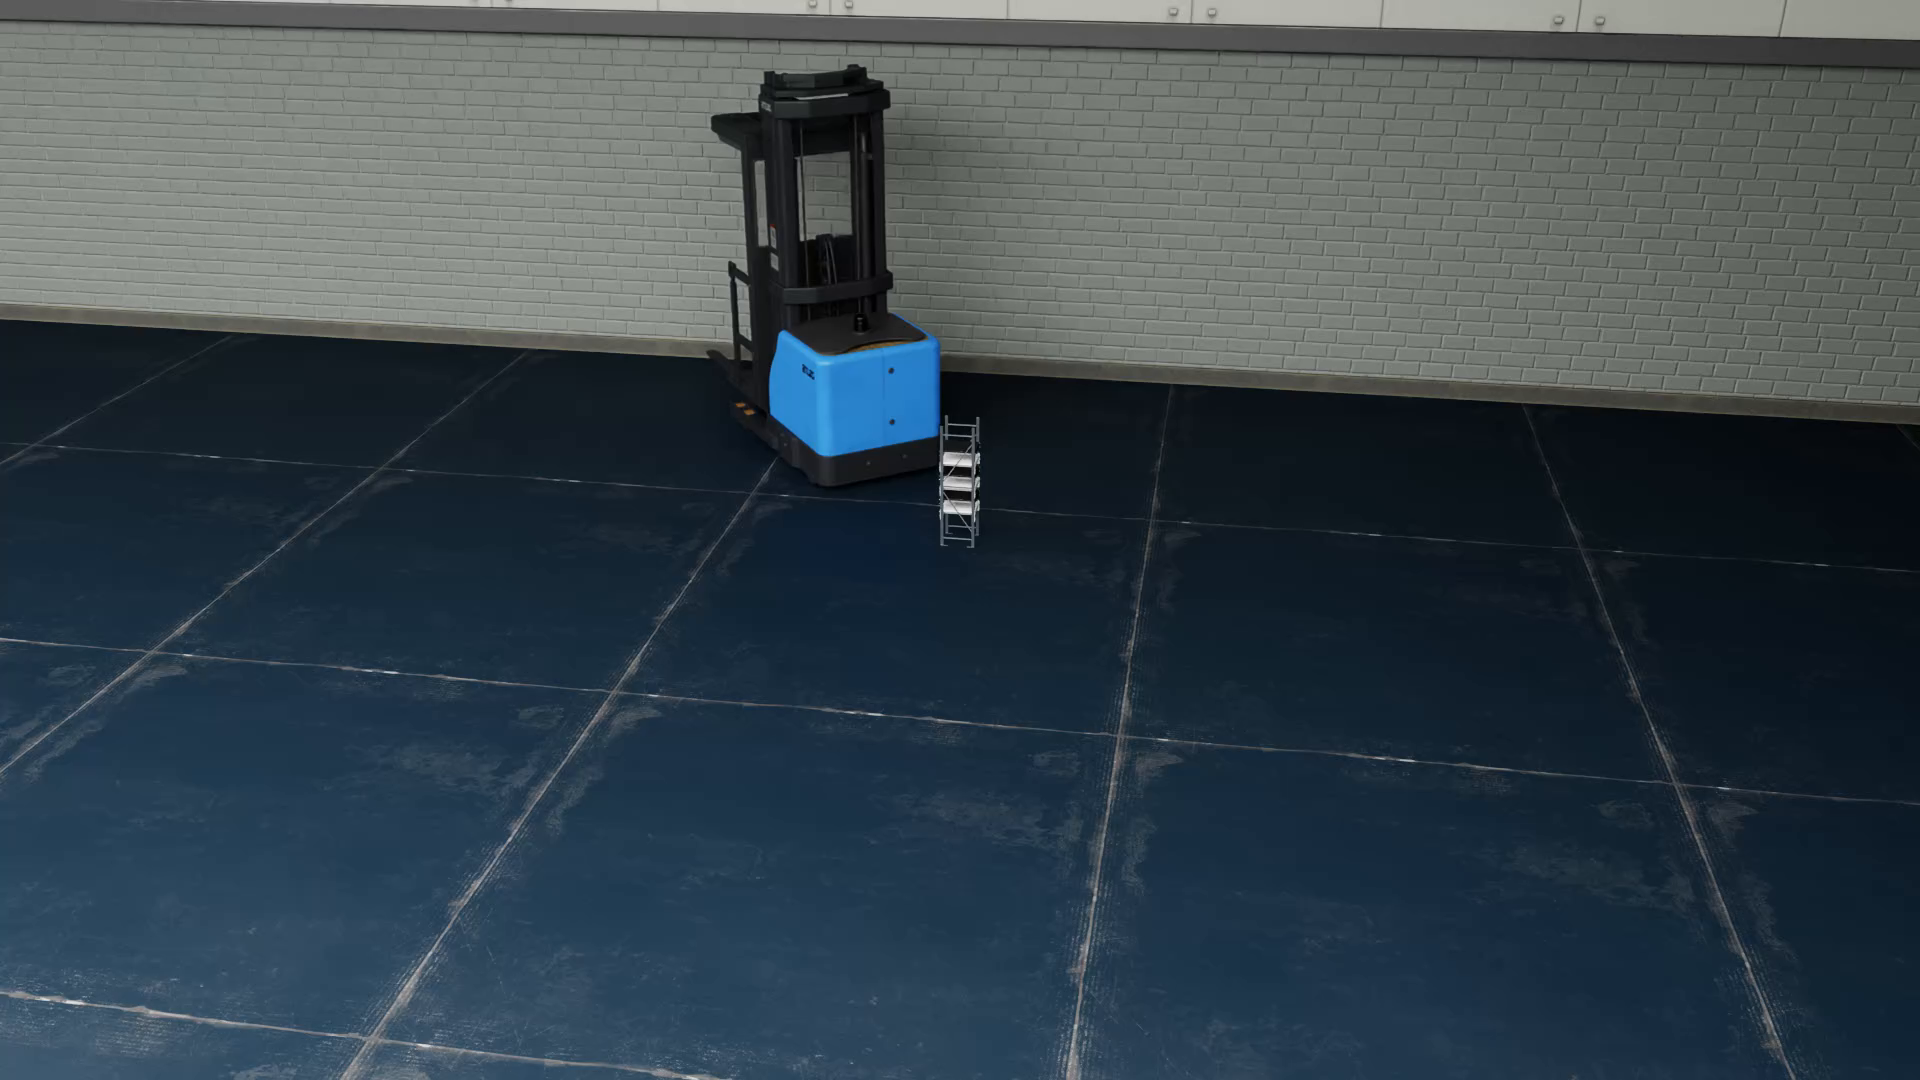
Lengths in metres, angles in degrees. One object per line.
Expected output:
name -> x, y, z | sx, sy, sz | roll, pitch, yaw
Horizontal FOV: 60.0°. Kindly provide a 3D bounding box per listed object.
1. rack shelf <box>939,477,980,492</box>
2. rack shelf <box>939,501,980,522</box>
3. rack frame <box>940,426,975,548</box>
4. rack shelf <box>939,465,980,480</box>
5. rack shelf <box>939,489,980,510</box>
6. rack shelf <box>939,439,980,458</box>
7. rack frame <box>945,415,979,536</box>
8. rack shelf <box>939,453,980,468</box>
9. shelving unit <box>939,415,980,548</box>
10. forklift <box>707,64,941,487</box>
rack shelf -> -0.001, -0.374, 11.610 | 0.258, 0.077, 0.200 | 4, 25, 9
rack shelf -> -0.001, -0.211, 11.687 | 0.258, 0.077, 0.200 | 4, 25, 9
rack frame -> -0.018, -0.362, 11.505 | 0.240, 0.900, 0.006 | 4, 25, 9
rack shelf -> -0.001, -0.455, 11.572 | 0.258, 0.077, 0.200 | 4, 25, 9
rack shelf -> -0.001, -0.292, 11.649 | 0.258, 0.077, 0.200 | 4, 25, 9
rack shelf -> -0.001, -0.619, 11.496 | 0.258, 0.077, 0.200 | 4, 25, 9
rack frame -> 0.015, -0.447, 11.687 | 0.240, 0.900, 0.006 | 4, 25, 9
rack shelf -> -0.001, -0.537, 11.534 | 0.258, 0.077, 0.200 | 4, 25, 9
shelving unit -> -0.001, -0.404, 11.596 | 0.258, 0.900, 0.210 | 4, 25, 9
forklift -> -1.266, -2.317, 13.287 | 1.130, 2.935, 3.031 | -13, 28, -25
